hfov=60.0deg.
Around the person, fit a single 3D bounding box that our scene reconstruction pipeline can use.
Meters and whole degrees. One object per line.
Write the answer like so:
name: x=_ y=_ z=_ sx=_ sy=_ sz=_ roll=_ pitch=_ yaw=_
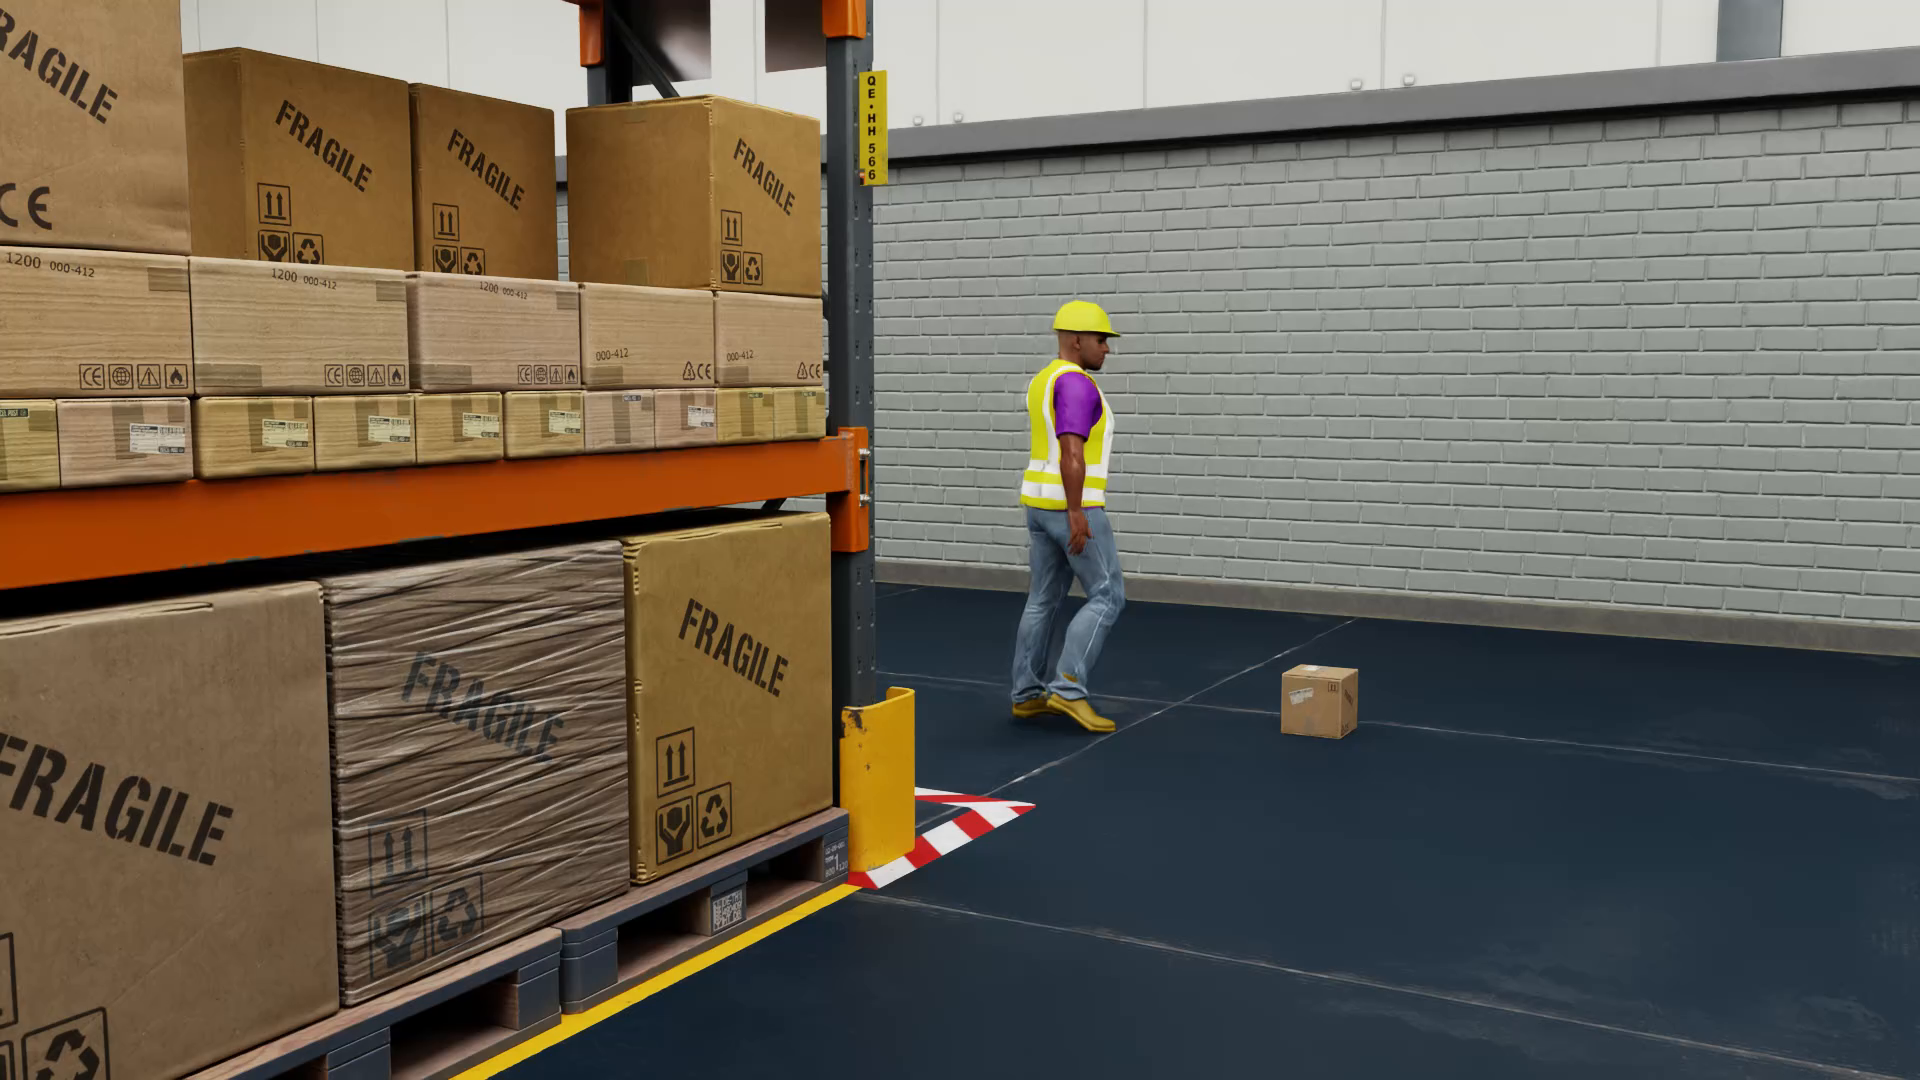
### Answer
person: x=0.444 y=-0.115 z=7.014 sx=0.475 sy=1.777 sz=0.606 roll=-2 pitch=6 yaw=-20
